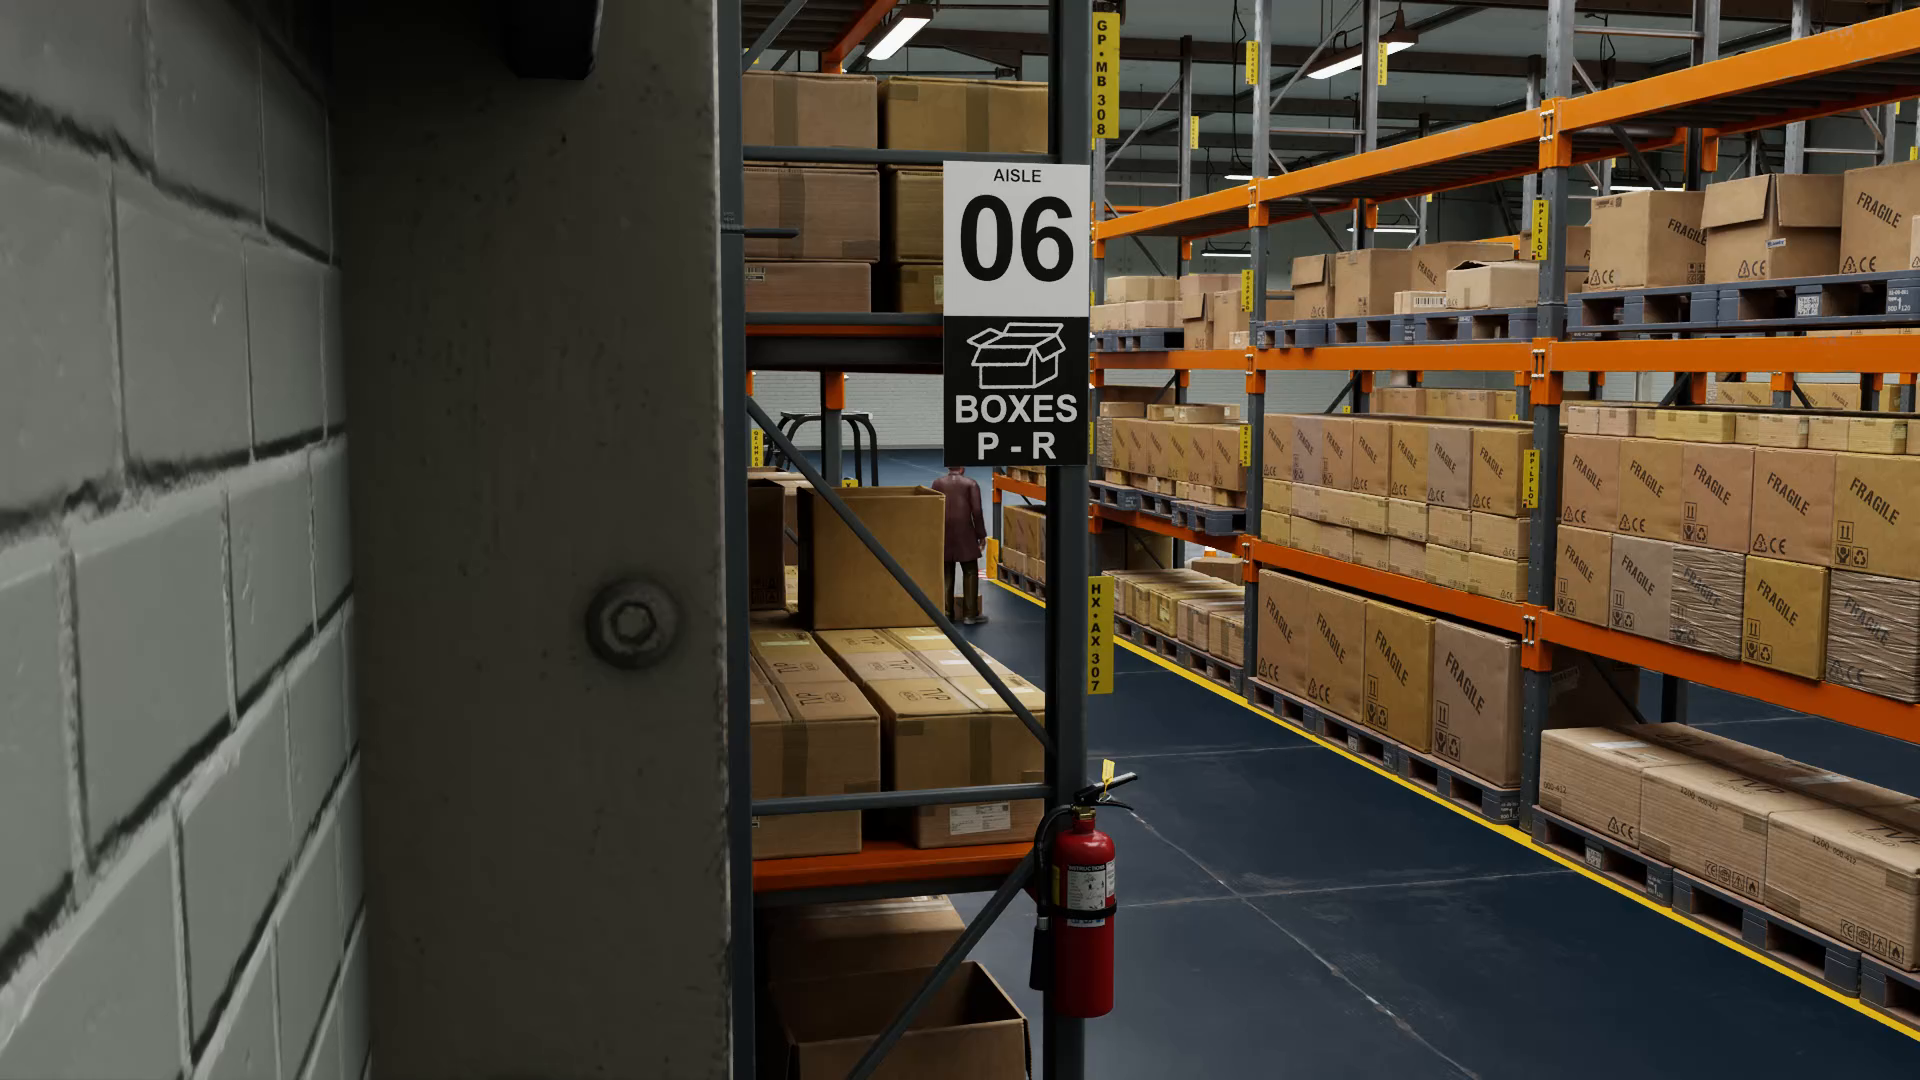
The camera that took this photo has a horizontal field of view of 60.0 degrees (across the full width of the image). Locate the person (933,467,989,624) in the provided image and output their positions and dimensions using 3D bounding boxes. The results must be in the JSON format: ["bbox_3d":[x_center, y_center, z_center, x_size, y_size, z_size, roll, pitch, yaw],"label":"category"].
[{"bbox_3d":[-0.020,-0.022,17.320,0.643,1.774,0.424,3,7,24],"label":"person"}]
